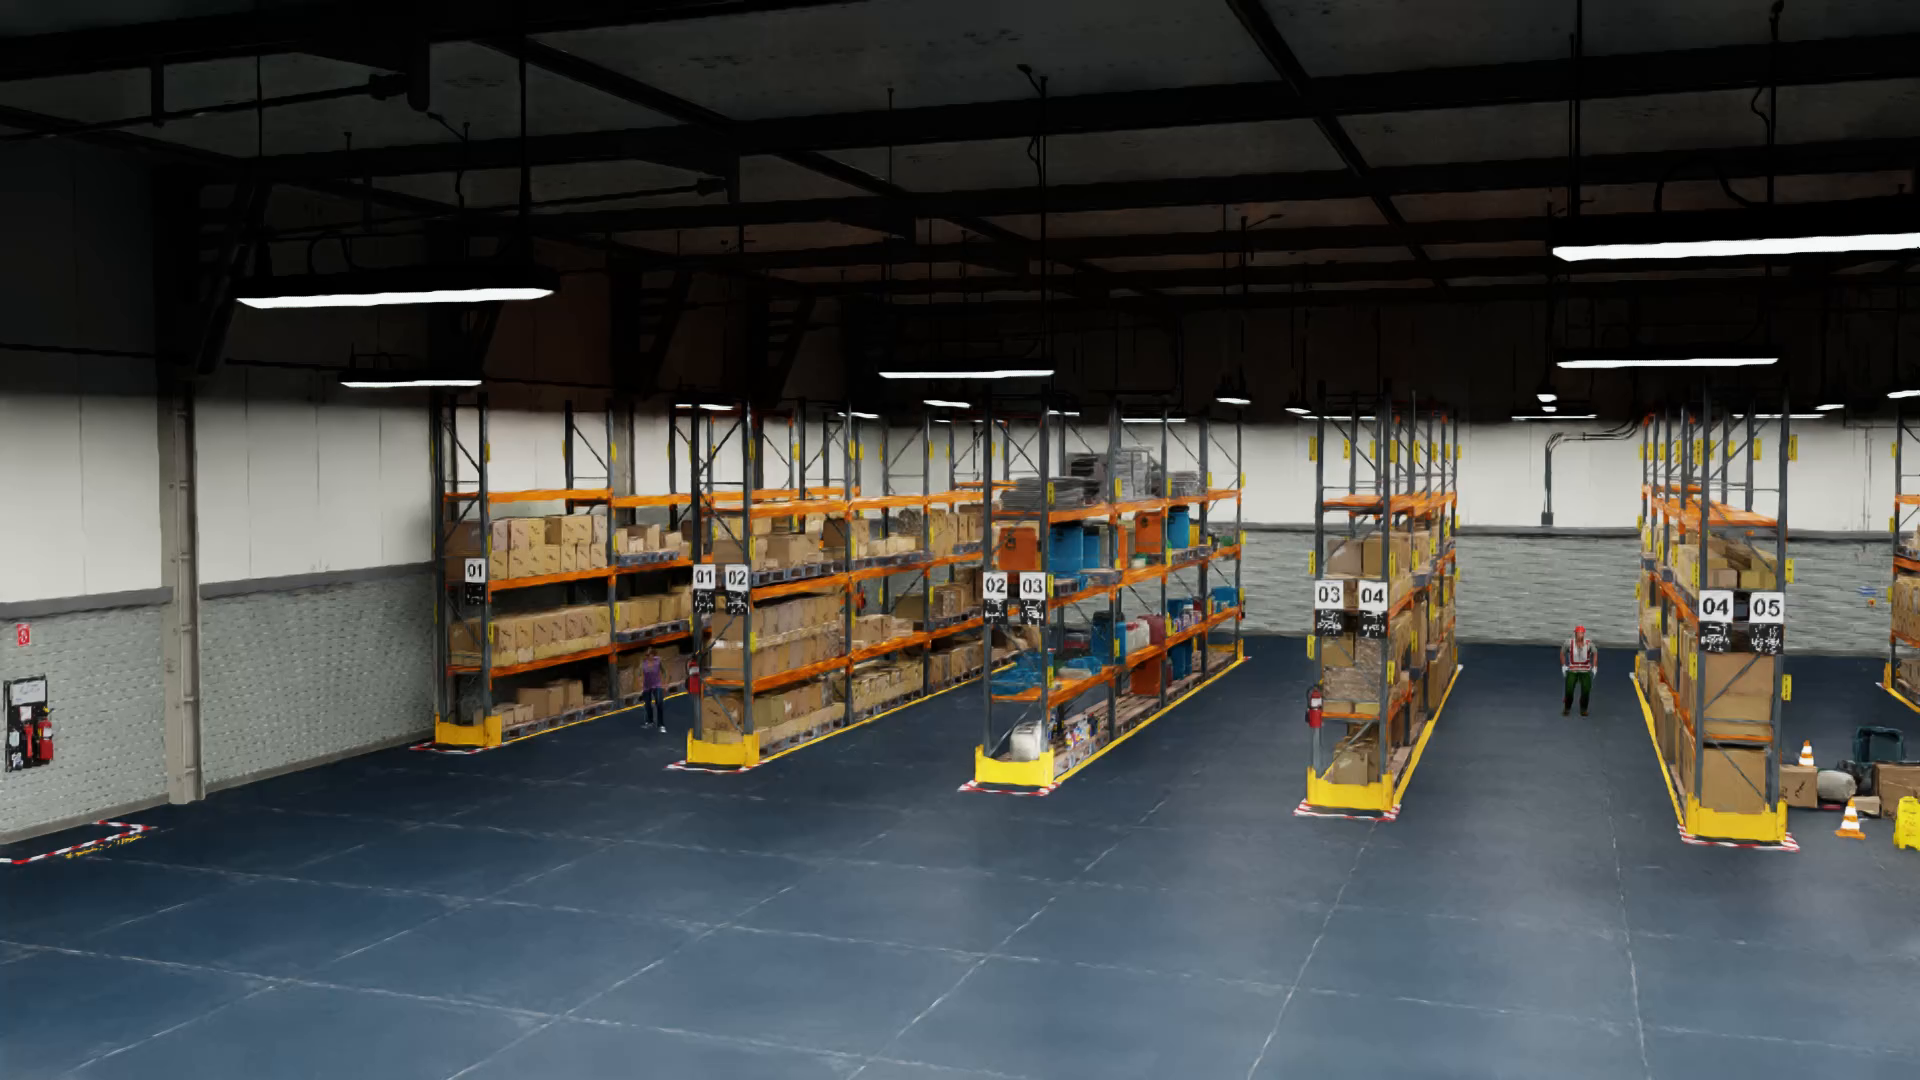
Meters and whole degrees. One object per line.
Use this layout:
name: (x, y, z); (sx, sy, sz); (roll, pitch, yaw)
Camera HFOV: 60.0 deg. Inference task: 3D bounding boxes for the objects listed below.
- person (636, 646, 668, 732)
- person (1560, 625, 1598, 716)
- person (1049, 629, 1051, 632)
person: (-5.492, 2.641, 29.779); (0.569, 1.530, 0.774); (0, 3, 2)
person: (11.693, 2.466, 31.435); (0.678, 1.741, 0.542); (1, 3, 19)
person: (2.109, 1.669, 45.969); (0.747, 1.778, 0.494); (-2, 4, -32)
